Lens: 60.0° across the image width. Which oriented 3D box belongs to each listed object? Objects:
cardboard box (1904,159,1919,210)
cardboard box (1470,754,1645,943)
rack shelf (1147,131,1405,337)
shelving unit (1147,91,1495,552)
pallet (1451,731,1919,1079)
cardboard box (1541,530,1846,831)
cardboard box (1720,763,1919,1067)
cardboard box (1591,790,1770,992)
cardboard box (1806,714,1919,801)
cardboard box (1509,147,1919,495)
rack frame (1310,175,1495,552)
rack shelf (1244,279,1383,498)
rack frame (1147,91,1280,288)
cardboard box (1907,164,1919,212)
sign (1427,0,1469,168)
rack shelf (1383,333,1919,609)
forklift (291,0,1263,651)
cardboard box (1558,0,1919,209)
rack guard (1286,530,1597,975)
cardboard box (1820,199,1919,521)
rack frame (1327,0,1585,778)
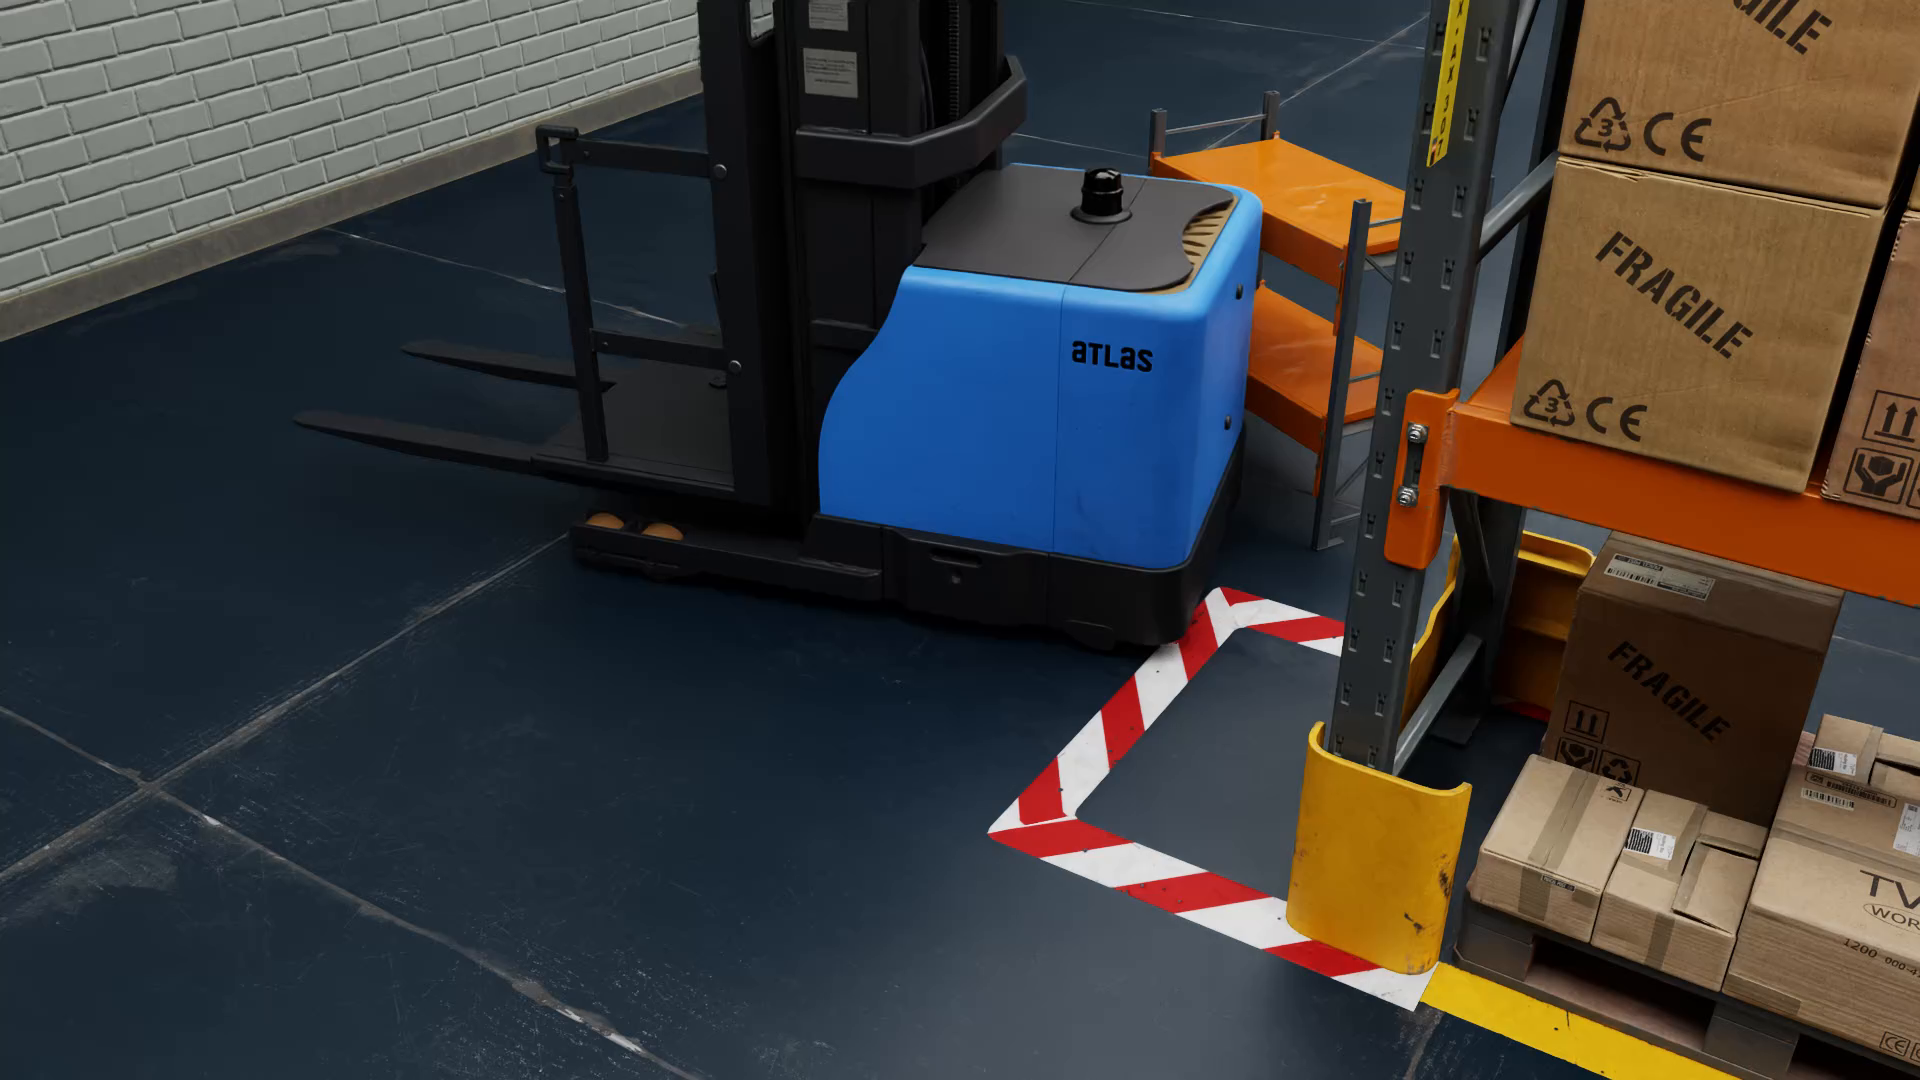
[{"bbox_3d":[1.631,-0.690,3.356,0.500,0.500,0.500,19,35,29],"label":"cardboard box"},{"bbox_3d":[1.279,0.650,3.551,0.250,0.149,0.380,18,35,27],"label":"cardboard box"},{"bbox_3d":[1.088,-0.994,5.257,0.538,0.278,1.000,-15,33,-24],"label":"rack shelf"},{"bbox_3d":[1.088,-0.742,5.405,0.538,1.125,1.048,-15,33,-24],"label":"shelving unit"},{"bbox_3d":[1.847,0.788,3.690,1.213,0.211,1.003,18,35,27],"label":"pallet"},{"bbox_3d":[1.699,0.280,3.837,0.500,0.500,0.500,18,35,27],"label":"cardboard box"},{"bbox_3d":[1.841,0.748,3.283,0.500,0.250,0.500,18,35,27],"label":"cardboard box"},{"bbox_3d":[1.491,0.709,3.432,0.250,0.166,0.380,18,35,27],"label":"cardboard box"},{"bbox_3d":[1.994,0.571,3.669,0.250,0.166,0.380,18,35,27],"label":"cardboard box"},{"bbox_3d":[1.343,-0.462,2.966,0.500,0.500,0.500,18,35,28],"label":"cardboard box"},{"bbox_3d":[1.326,-0.515,5.017,0.500,1.125,0.032,-15,33,-24],"label":"rack frame"},{"bbox_3d":[1.088,-0.530,5.528,0.538,0.278,1.000,-15,33,-24],"label":"rack shelf"},{"bbox_3d":[0.849,-0.968,5.793,0.500,1.125,0.032,-15,33,-24],"label":"rack frame"},{"bbox_3d":[1.790,-0.757,2.479,0.500,0.500,0.500,18,35,28],"label":"cardboard box"},{"bbox_3d":[0.819,-0.792,2.772,0.005,0.325,0.100,18,35,27],"label":"sign"},{"bbox_3d":[2.801,0.196,2.651,4.000,0.370,1.077,18,35,27],"label":"rack shelf"},{"bbox_3d":[-0.669,-1.388,4.721,3.031,2.935,1.130,10,32,16],"label":"forklift"},{"bbox_3d":[1.343,-0.894,2.714,0.500,0.500,0.500,19,35,29],"label":"cardboard box"},{"bbox_3d":[1.172,0.450,3.983,0.348,0.500,1.175,18,35,27],"label":"rack guard"},{"bbox_3d":[1.783,-0.326,2.733,0.500,0.500,0.500,17,34,27],"label":"cardboard box"},{"bbox_3d":[1.107,-0.650,3.388,0.127,3.000,1.000,18,35,27],"label":"rack frame"}]
